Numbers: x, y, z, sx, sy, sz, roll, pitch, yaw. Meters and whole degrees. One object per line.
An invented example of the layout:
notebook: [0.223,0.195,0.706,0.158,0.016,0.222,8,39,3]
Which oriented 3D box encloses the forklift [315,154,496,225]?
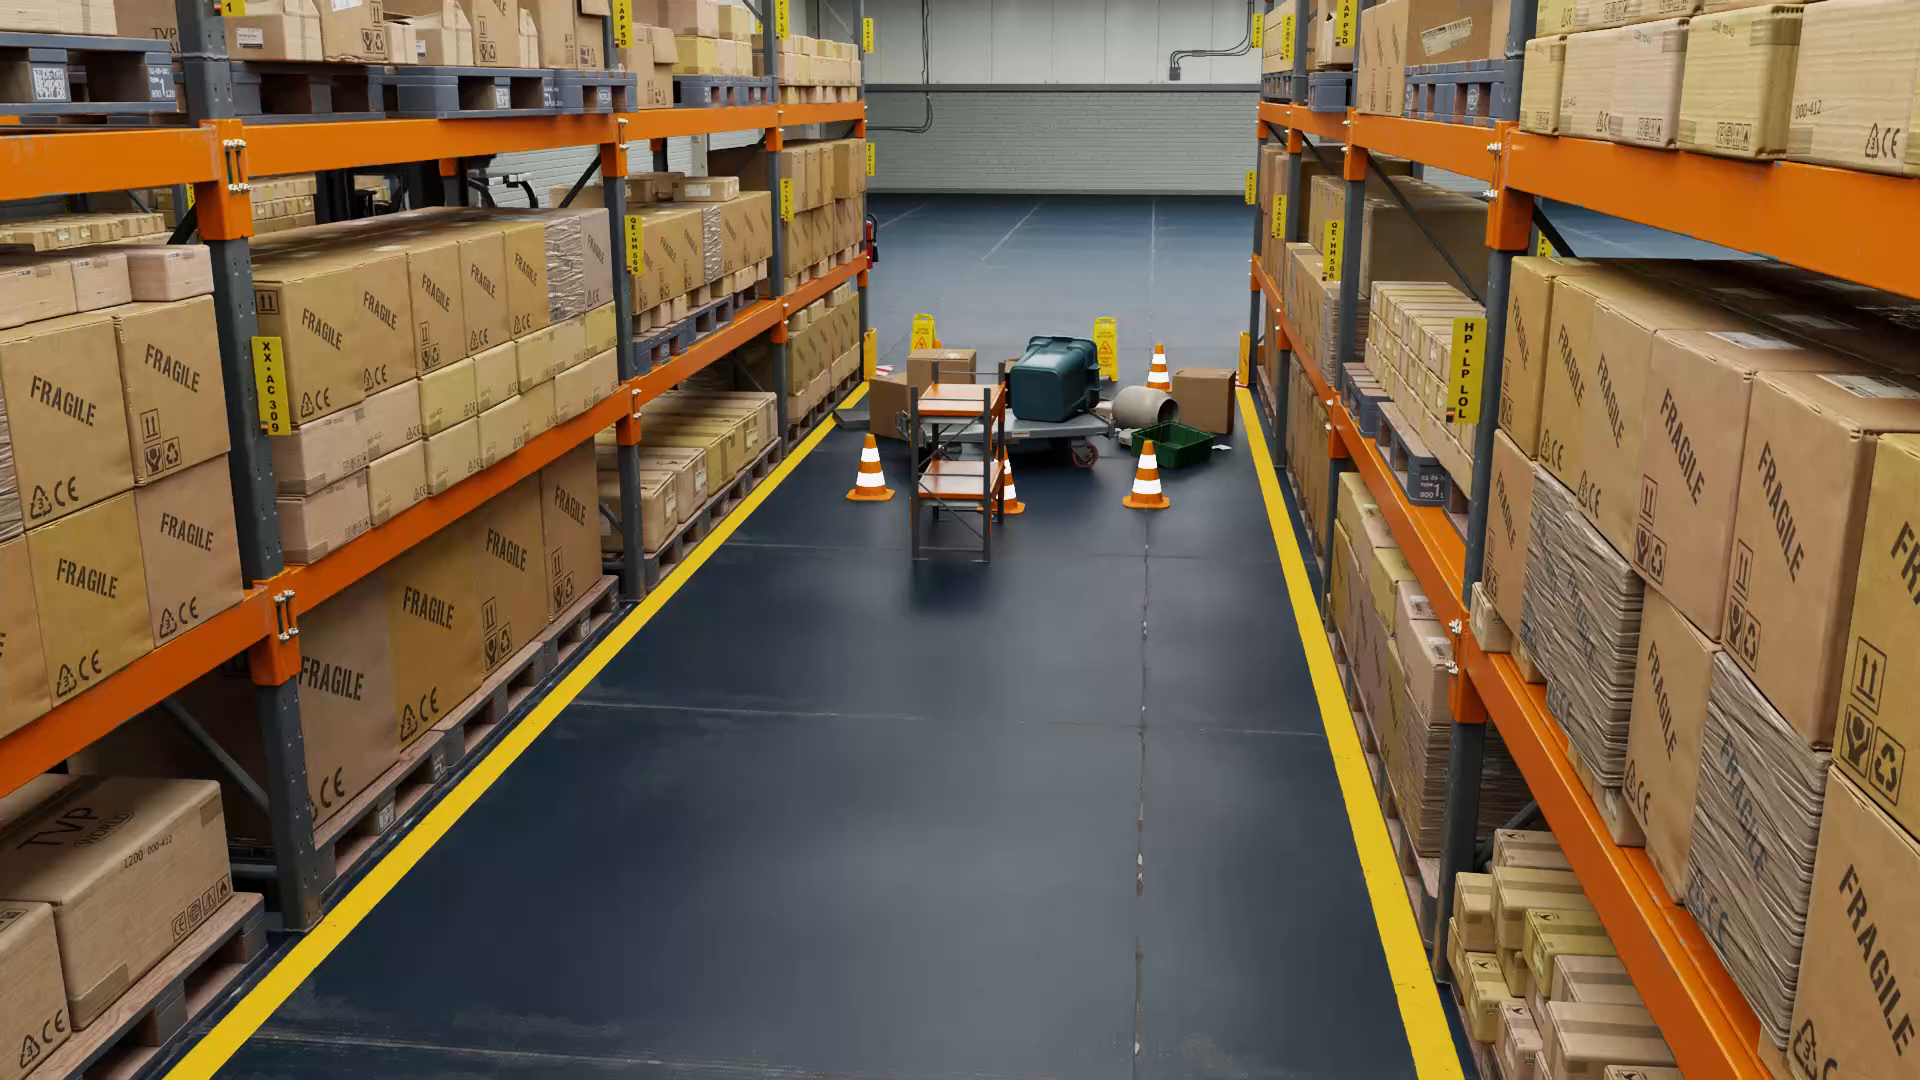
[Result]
forklift: [-4.321,-2.086,13.262,1.130,2.935,3.031,2,15,6]

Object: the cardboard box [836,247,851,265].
cardboard box: [-1.263,-2.751,16.069,0.380,0.149,0.250,2,15,7]

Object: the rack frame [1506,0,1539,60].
rack frame: [2.110,-2.842,4.432,1.000,3.000,0.127,2,15,6]

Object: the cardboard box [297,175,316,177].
cardboard box: [-6.330,-3.533,16.477,0.380,0.149,0.250,2,15,7]

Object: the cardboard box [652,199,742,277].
cardboard box: [-1.860,-2.146,11.786,0.500,0.500,0.500,2,15,8]

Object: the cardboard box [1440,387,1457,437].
cardboard box: [2.045,-0.483,6.310,0.380,0.149,0.250,1,15,4]

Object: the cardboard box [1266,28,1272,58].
cardboard box: [3.099,-4.579,15.324,0.500,0.250,0.500,2,15,6]

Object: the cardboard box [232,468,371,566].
cardboard box: [-2.508,-0.099,6.070,0.500,0.250,0.500,1,15,5]

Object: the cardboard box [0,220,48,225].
cardboard box: [-7.222,-2.362,12.718,0.380,0.149,0.250,2,15,6]

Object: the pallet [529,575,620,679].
pallet: [-2.532,0.446,9.110,1.003,0.211,1.213,2,15,6]

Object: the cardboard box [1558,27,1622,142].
cardboard box: [1.748,-1.079,3.946,0.500,0.250,0.500,1,15,5]

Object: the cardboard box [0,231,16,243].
cardboard box: [-6.903,-2.089,11.706,0.380,0.149,0.250,2,15,6]

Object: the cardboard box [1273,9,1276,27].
cardboard box: [2.966,-4.614,14.690,0.380,0.149,0.250,2,15,6]

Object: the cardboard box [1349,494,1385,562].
cardboard box: [2.186,-0.038,8.104,0.500,0.250,0.500,2,15,6]

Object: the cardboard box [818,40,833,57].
cardboard box: [-1.350,-4.394,14.873,0.380,0.149,0.250,2,15,8]

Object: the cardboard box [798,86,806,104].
cardboard box: [-1.526,-3.807,14.230,0.380,0.149,0.250,1,15,5]

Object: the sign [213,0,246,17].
sign: [-2.268,-1.785,5.129,0.100,0.325,0.005,2,15,6]

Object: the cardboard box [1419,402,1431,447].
cardboard box: [2.102,-0.474,6.845,0.380,0.149,0.250,2,15,9]

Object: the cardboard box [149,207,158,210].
cardboard box: [-7.074,-2.804,14.350,0.380,0.149,0.250,1,15,5]

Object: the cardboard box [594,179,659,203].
cardboard box: [-2.341,-2.452,11.673,0.380,0.149,0.250,3,15,9]

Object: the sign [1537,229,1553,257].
sign: [3.102,-1.490,8.861,0.100,0.325,0.005,2,15,6]

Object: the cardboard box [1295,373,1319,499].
cardboard box: [2.920,-0.724,11.597,1.050,0.750,0.750,2,15,6]

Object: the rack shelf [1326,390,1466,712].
rack shelf: [2.336,-0.117,7.227,1.077,0.370,4.000,2,15,6]

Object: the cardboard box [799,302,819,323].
cardboard box: [-1.452,-2.000,14.595,0.380,0.149,0.250,2,15,8]

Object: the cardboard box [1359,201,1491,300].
cardboard box: [2.622,-1.630,9.337,0.700,0.500,0.500,2,15,6]

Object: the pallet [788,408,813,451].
pallet: [-1.876,-0.969,14.342,1.003,0.211,1.213,2,15,6]

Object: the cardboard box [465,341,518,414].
cardboard box: [-2.320,-0.737,7.472,0.500,0.250,0.500,1,15,5]

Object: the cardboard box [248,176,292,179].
cardboard box: [-6.774,-3.478,16.275,0.380,0.149,0.250,2,15,8]

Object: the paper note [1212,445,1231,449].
paper note: [2.189,-0.789,14.019,0.147,0.020,0.142,-10,18,-32]

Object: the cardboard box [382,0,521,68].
cardboard box: [-2.279,-2.336,7.312,0.500,0.500,0.500,2,15,7]

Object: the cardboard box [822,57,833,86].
cardboard box: [-1.422,-4.160,14.771,0.500,0.250,0.500,2,15,7]

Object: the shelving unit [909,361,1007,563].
shelving unit: [-0.001,-0.541,11.009,0.538,1.125,1.048,2,15,6]

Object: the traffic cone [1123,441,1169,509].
traffic cone: [1.361,-0.493,12.097,0.336,0.463,0.334,2,15,6]

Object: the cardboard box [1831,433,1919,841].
cardboard box: [1.521,0.160,2.148,0.500,0.500,0.500,1,15,4]

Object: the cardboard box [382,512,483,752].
cardboard box: [-2.735,0.360,7.350,0.875,0.875,0.875,2,15,8]

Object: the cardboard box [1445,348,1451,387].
cardboard box: [2.052,-0.629,6.279,0.380,0.149,0.250,2,15,6]

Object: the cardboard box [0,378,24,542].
cardboard box: [-2.712,-0.202,4.056,0.500,0.500,0.500,2,15,7]

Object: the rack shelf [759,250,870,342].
rack shelf: [-1.691,-2.312,15.343,1.077,0.370,4.000,2,15,6]

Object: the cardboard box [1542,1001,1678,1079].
cardboard box: [1.679,1.292,4.153,0.380,0.149,0.250,2,15,7]

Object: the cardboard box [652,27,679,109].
cardboard box: [-2.224,-2.997,10.555,0.797,0.503,0.637,2,15,6]

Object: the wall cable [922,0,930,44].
wall cable: [0.348,-15.430,47.259,3.097,2.526,0.112,2,15,6]

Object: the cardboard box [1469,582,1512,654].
cardboard box: [1.753,0.239,5.012,0.380,0.149,0.250,2,15,8]

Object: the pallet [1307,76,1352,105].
pallet: [2.705,-2.799,10.381,1.003,0.211,1.213,2,15,9]

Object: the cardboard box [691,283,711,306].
cardboard box: [-1.916,-1.681,11.308,0.380,0.149,0.250,2,15,8]

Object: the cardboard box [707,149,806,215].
cardboard box: [-1.652,-2.922,13.546,0.700,0.500,0.500,2,15,6]

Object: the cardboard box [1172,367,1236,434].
cardboard box: [2.169,-1.248,14.815,0.500,0.500,0.500,4,16,16]

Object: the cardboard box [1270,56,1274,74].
cardboard box: [2.965,-4.229,14.794,0.380,0.149,0.250,2,15,6]

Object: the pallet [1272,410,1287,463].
pallet: [3.177,-0.869,13.973,1.003,0.211,1.213,2,15,6]

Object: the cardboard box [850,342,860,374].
cardboard box: [-1.292,-1.829,16.643,0.500,0.250,0.500,2,15,6]

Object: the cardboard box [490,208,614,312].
cardboard box: [-2.167,-1.492,8.826,0.500,0.500,0.500,1,15,5]

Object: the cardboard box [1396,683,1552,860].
cardboard box: [1.944,0.859,6.224,0.500,0.500,0.500,1,15,5]

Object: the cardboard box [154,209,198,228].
cardboard box: [-6.552,-2.722,14.047,0.380,0.149,0.250,1,15,5]

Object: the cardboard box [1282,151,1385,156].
cardboard box: [3.285,-3.129,14.630,0.875,0.550,0.500,2,15,6]
